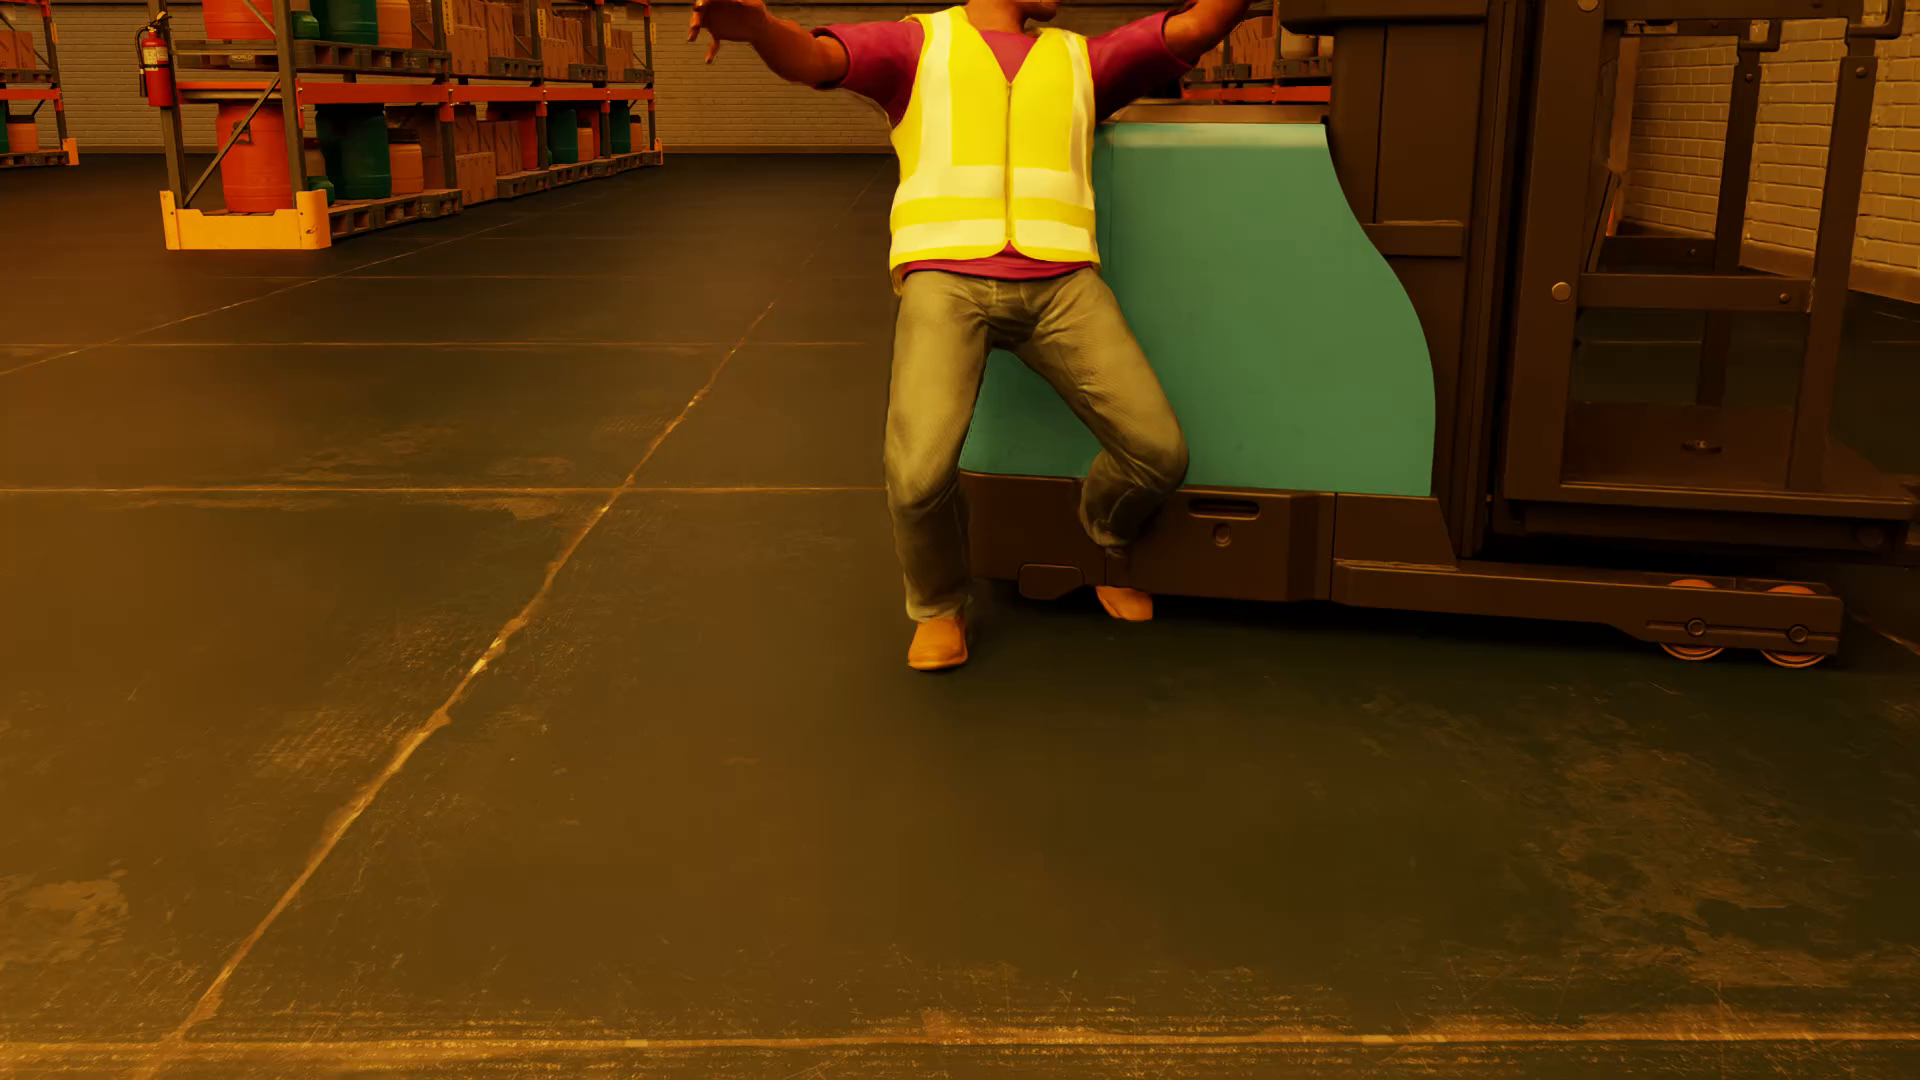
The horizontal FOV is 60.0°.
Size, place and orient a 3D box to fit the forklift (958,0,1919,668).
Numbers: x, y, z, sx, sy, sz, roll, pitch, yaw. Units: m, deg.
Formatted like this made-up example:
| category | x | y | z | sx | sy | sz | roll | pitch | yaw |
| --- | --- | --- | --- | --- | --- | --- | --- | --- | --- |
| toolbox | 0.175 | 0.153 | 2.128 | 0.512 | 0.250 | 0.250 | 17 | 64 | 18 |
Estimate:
| category | x | y | z | sx | sy | sz | roll | pitch | yaw |
| --- | --- | --- | --- | --- | --- | --- | --- | --- | --- |
| forklift | 1.551 | -1.306 | 3.583 | 3.031 | 2.935 | 1.130 | 4 | 15 | 13 |

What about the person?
| category | x | y | z | sx | sy | sz | roll | pitch | yaw |
| --- | --- | --- | --- | --- | --- | --- | --- | --- | --- |
| person | 0.026 | -0.508 | 3.361 | 1.120 | 1.582 | 0.734 | -3 | 15 | -11 |
